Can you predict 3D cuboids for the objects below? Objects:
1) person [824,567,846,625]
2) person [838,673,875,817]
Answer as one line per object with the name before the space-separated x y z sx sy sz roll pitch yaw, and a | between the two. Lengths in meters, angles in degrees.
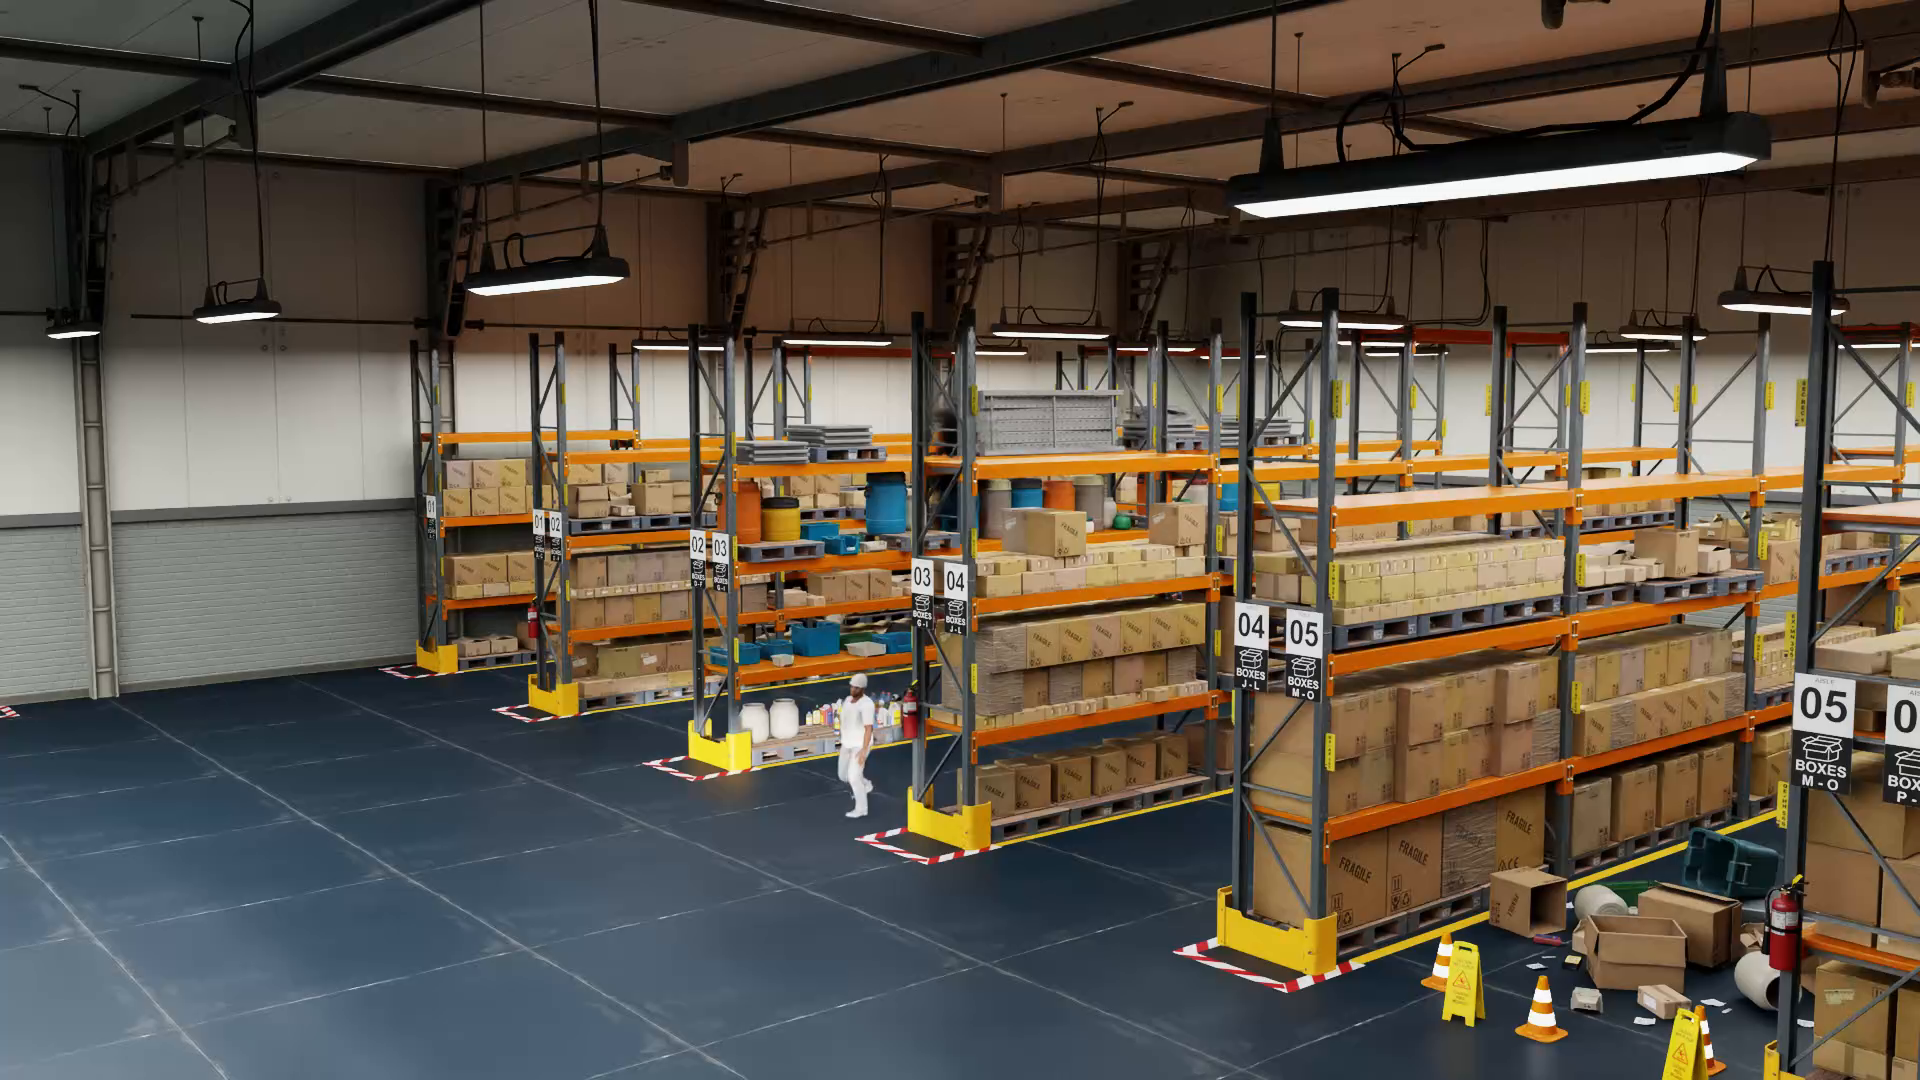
person | -2.380 1.350 32.083 0.679 1.710 0.689 -4 7 -36
person | -1.186 2.432 19.972 0.604 1.721 0.747 -4 7 -40
